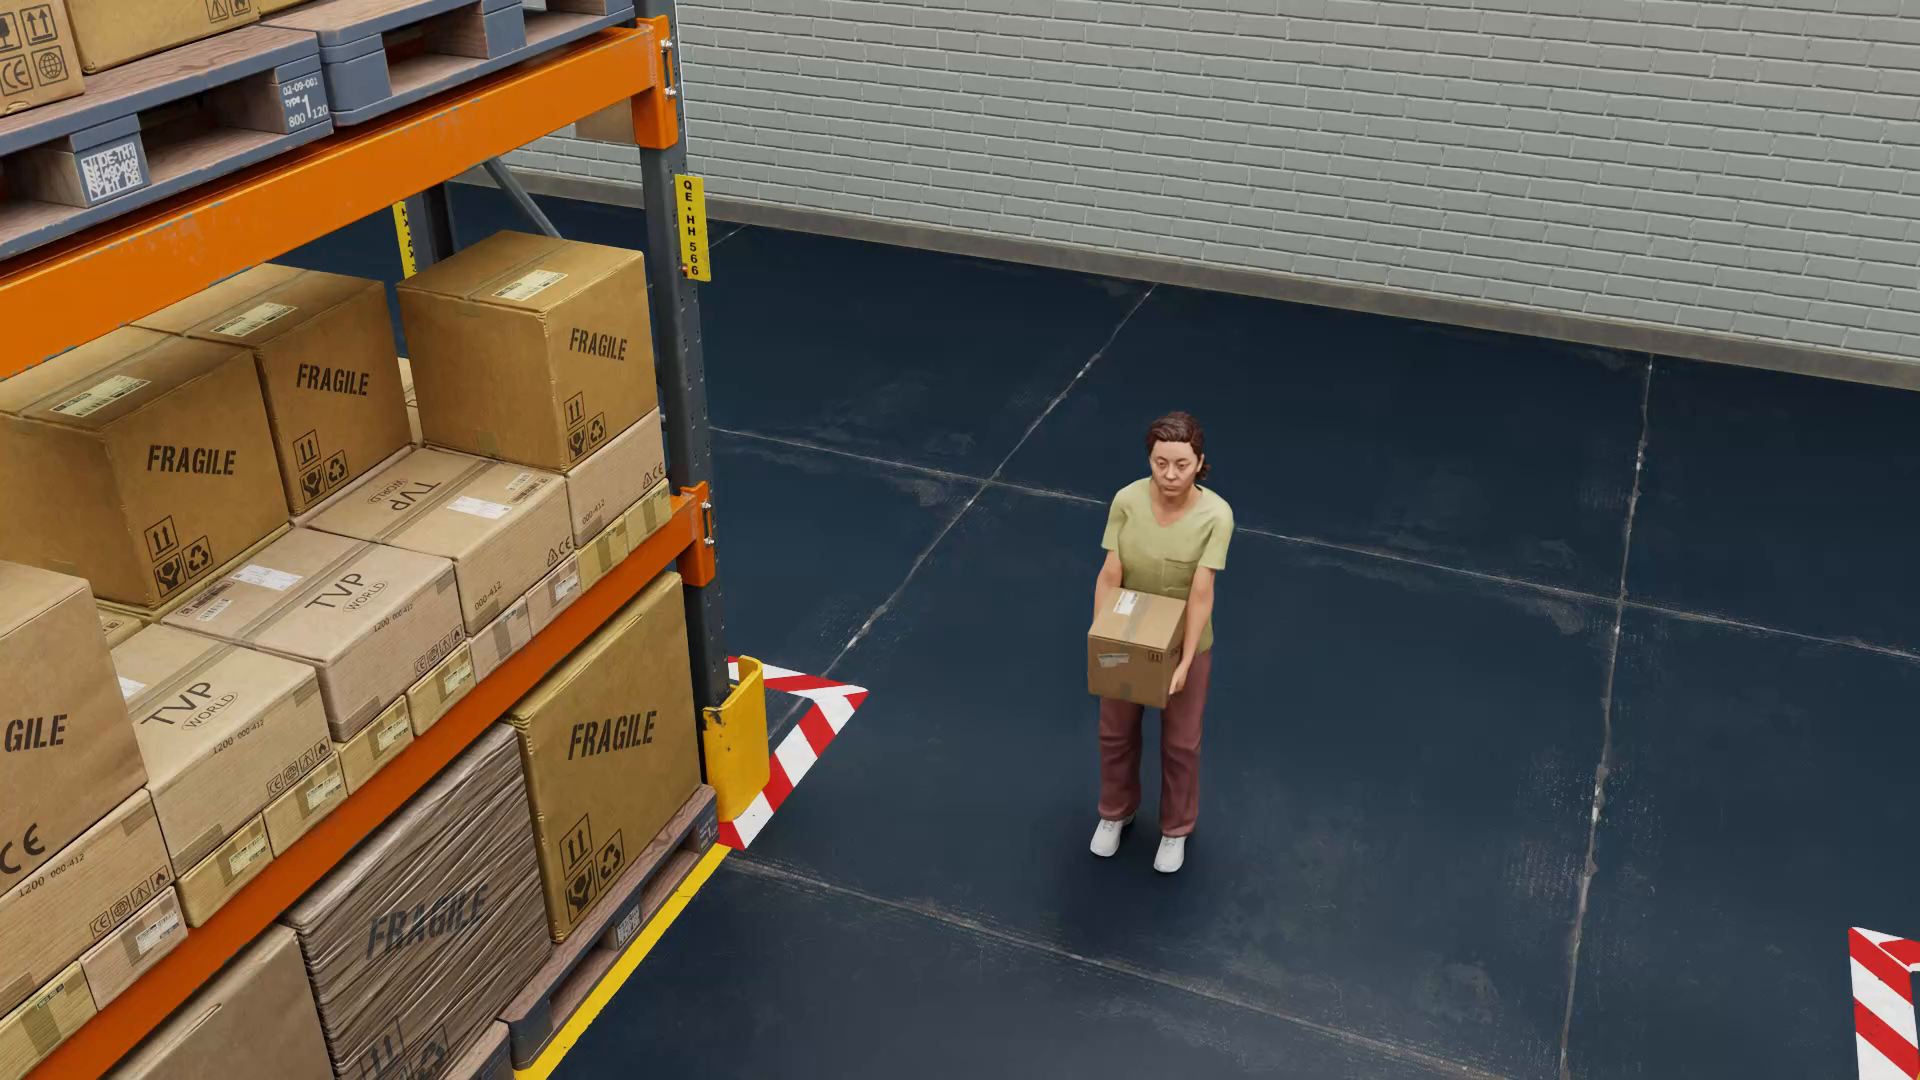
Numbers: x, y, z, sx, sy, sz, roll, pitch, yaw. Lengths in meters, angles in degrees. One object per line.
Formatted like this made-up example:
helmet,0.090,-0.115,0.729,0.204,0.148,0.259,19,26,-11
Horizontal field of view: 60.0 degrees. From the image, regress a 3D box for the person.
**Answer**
person,0.632,0.496,5.524,0.406,1.420,0.500,11,32,18
